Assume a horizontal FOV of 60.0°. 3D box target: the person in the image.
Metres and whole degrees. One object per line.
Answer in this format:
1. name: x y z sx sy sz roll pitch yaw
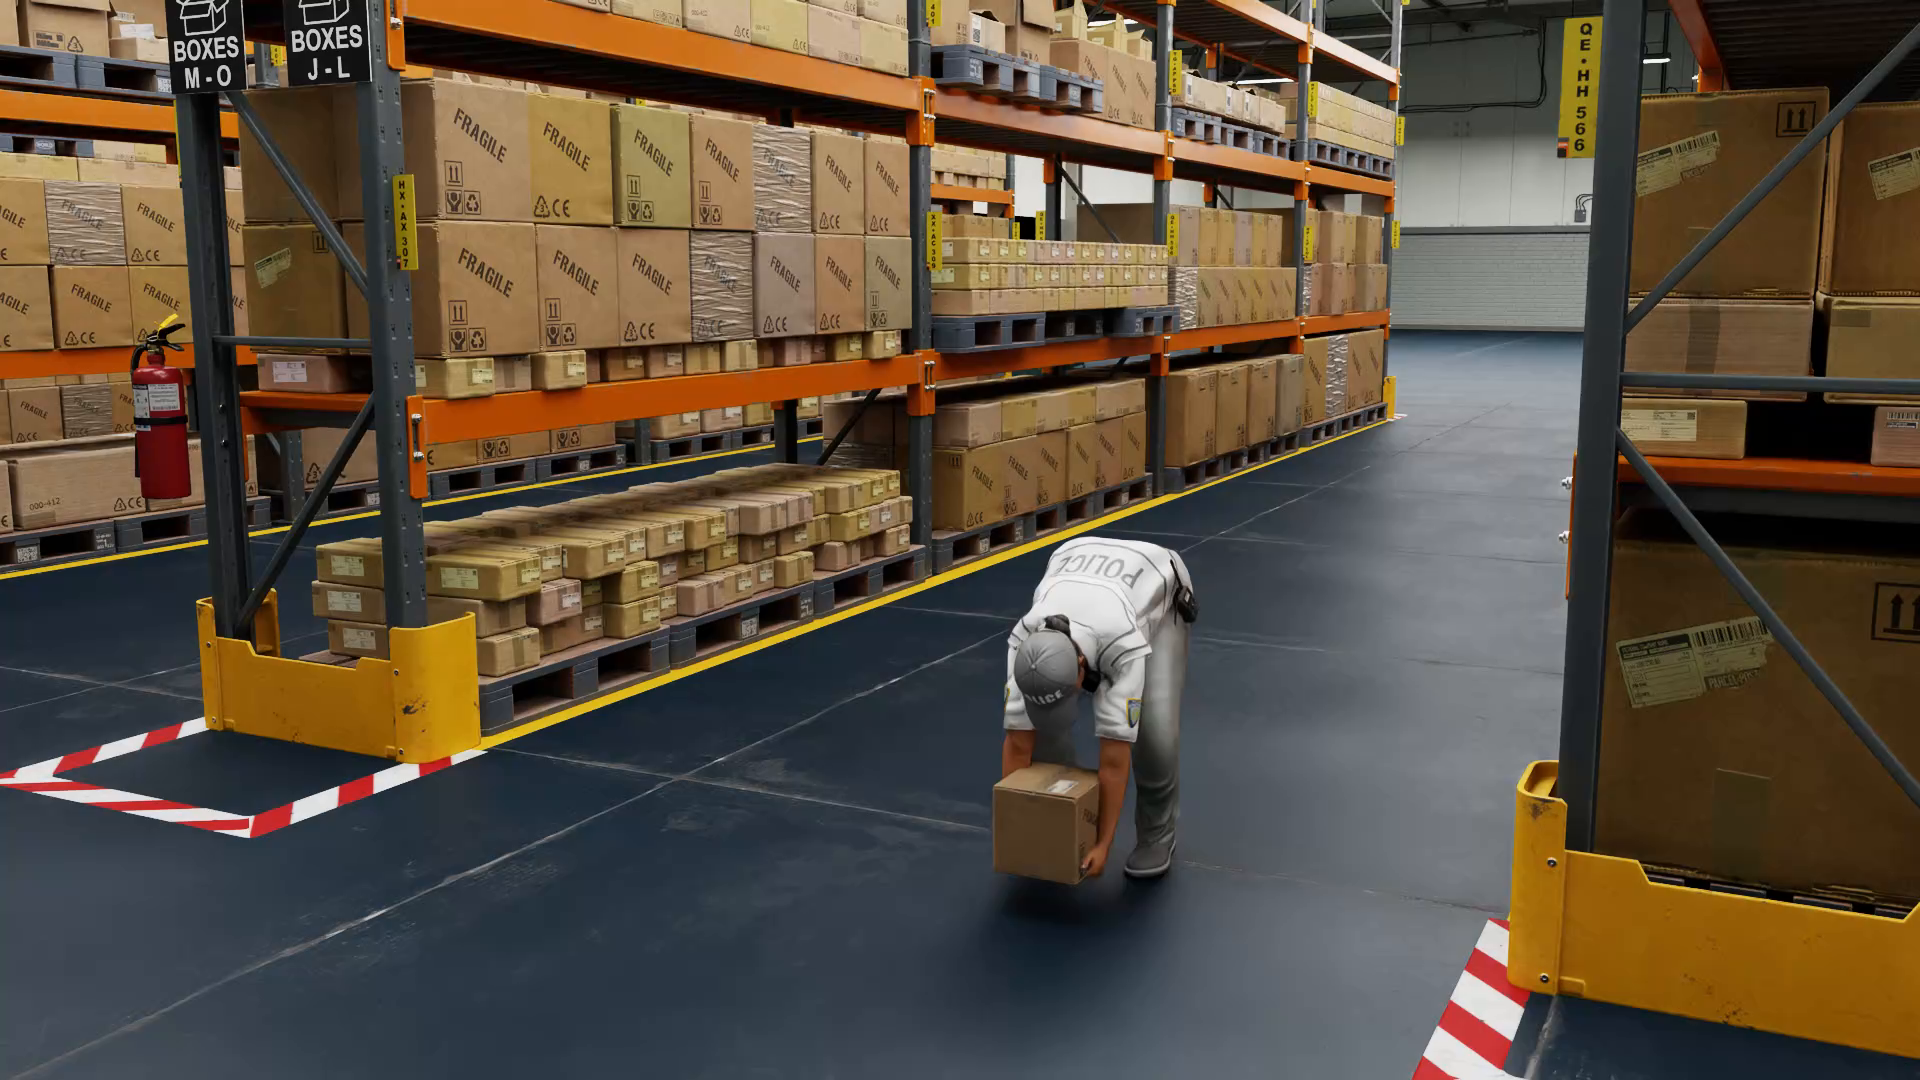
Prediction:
1. person: 0.387 0.513 4.854 0.498 0.978 0.943 4 10 23
